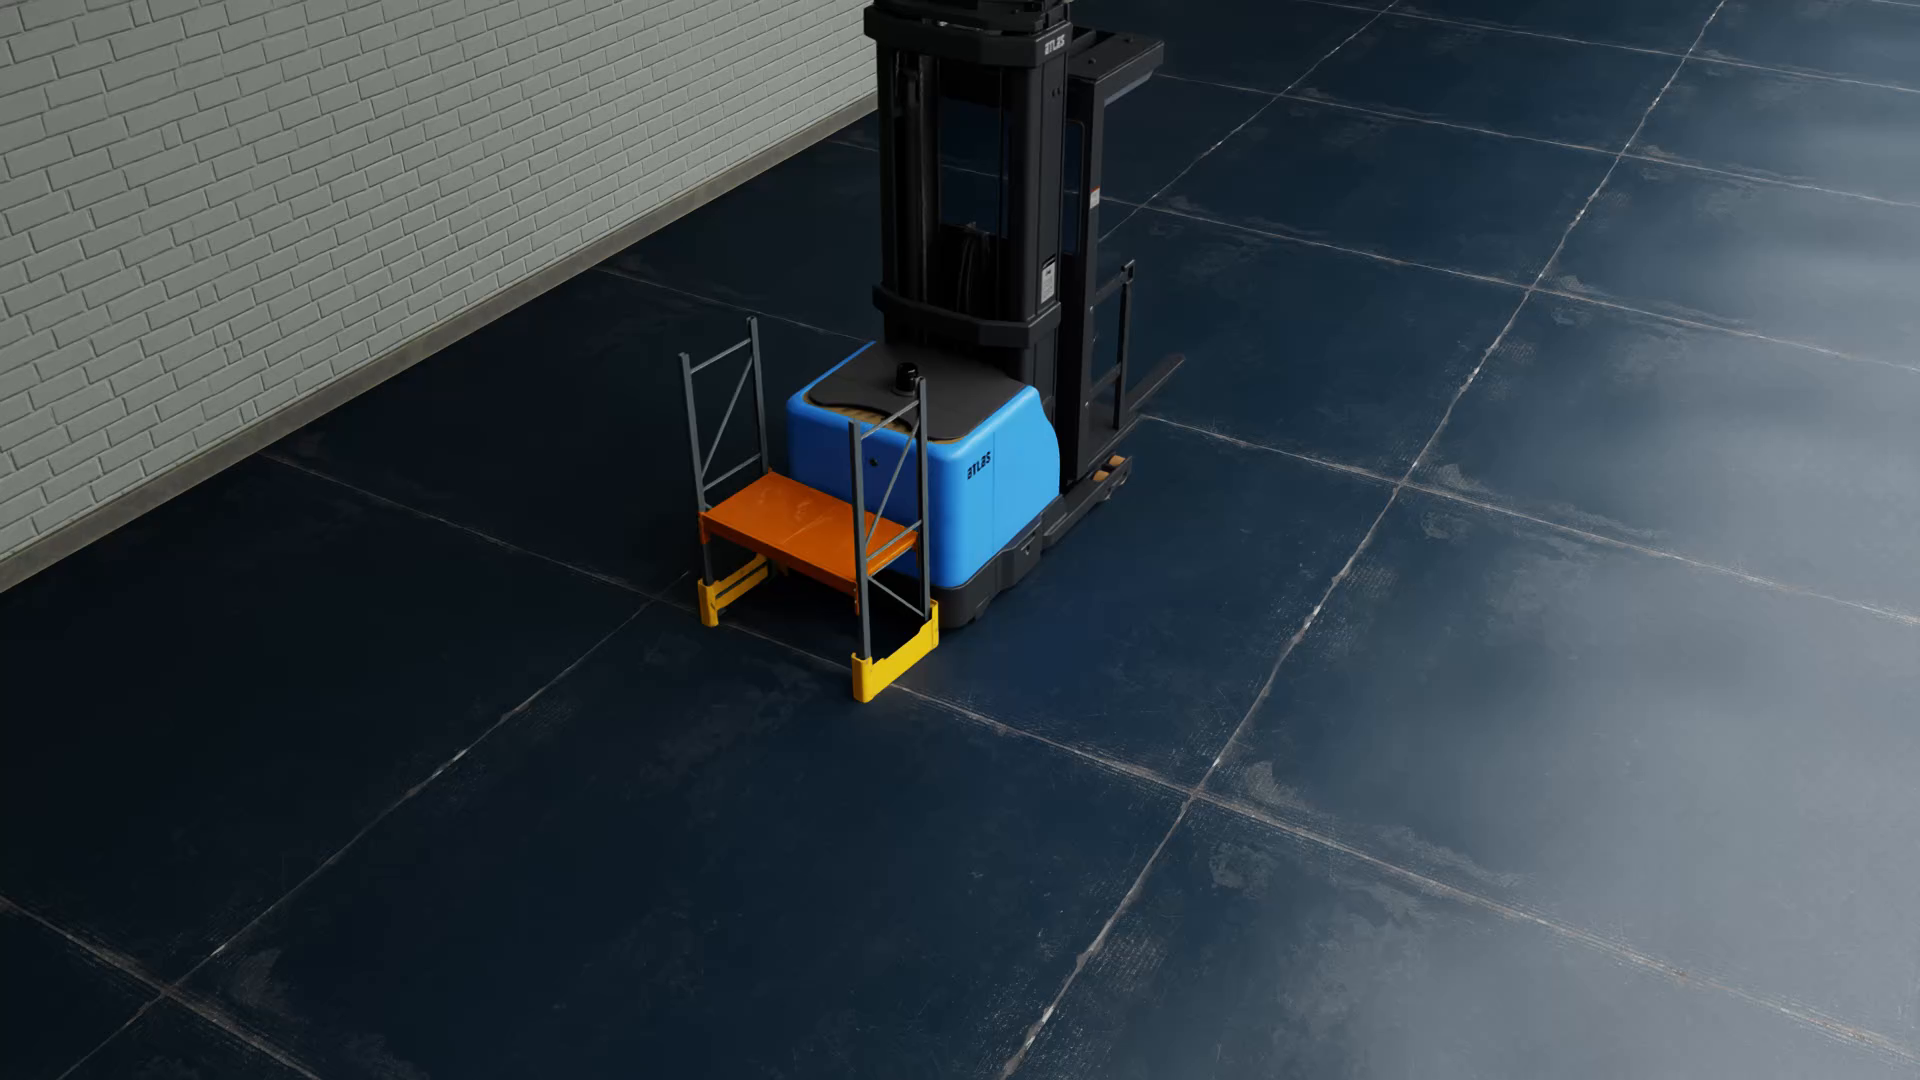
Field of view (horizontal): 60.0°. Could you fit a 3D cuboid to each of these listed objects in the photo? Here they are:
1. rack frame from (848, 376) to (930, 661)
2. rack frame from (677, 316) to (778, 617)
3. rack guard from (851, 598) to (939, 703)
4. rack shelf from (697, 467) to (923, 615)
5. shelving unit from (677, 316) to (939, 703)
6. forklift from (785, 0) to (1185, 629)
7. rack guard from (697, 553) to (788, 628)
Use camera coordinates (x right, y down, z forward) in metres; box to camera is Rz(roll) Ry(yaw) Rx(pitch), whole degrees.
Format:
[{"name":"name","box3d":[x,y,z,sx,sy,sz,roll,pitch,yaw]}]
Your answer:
[{"name":"rack frame","box3d":[-0.309,0.009,7.649,0.032,1.500,0.500,23,40,30]},{"name":"rack frame","box3d":[-1.123,-0.329,8.156,0.032,1.500,0.500,23,40,30]},{"name":"rack guard","box3d":[-0.307,0.526,8.000,0.087,0.250,0.587,23,40,30]},{"name":"rack shelf","box3d":[-0.715,-0.011,8.003,1.000,0.185,0.538,23,40,30]},{"name":"shelving unit","box3d":[-0.709,-0.157,7.898,1.083,1.500,0.587,23,40,30]},{"name":"forklift","box3d":[0.326,-1.565,8.727,1.130,2.935,3.031,19,38,26]},{"name":"rack guard","box3d":[-1.104,0.195,8.497,0.087,0.250,0.587,23,40,30]}]
